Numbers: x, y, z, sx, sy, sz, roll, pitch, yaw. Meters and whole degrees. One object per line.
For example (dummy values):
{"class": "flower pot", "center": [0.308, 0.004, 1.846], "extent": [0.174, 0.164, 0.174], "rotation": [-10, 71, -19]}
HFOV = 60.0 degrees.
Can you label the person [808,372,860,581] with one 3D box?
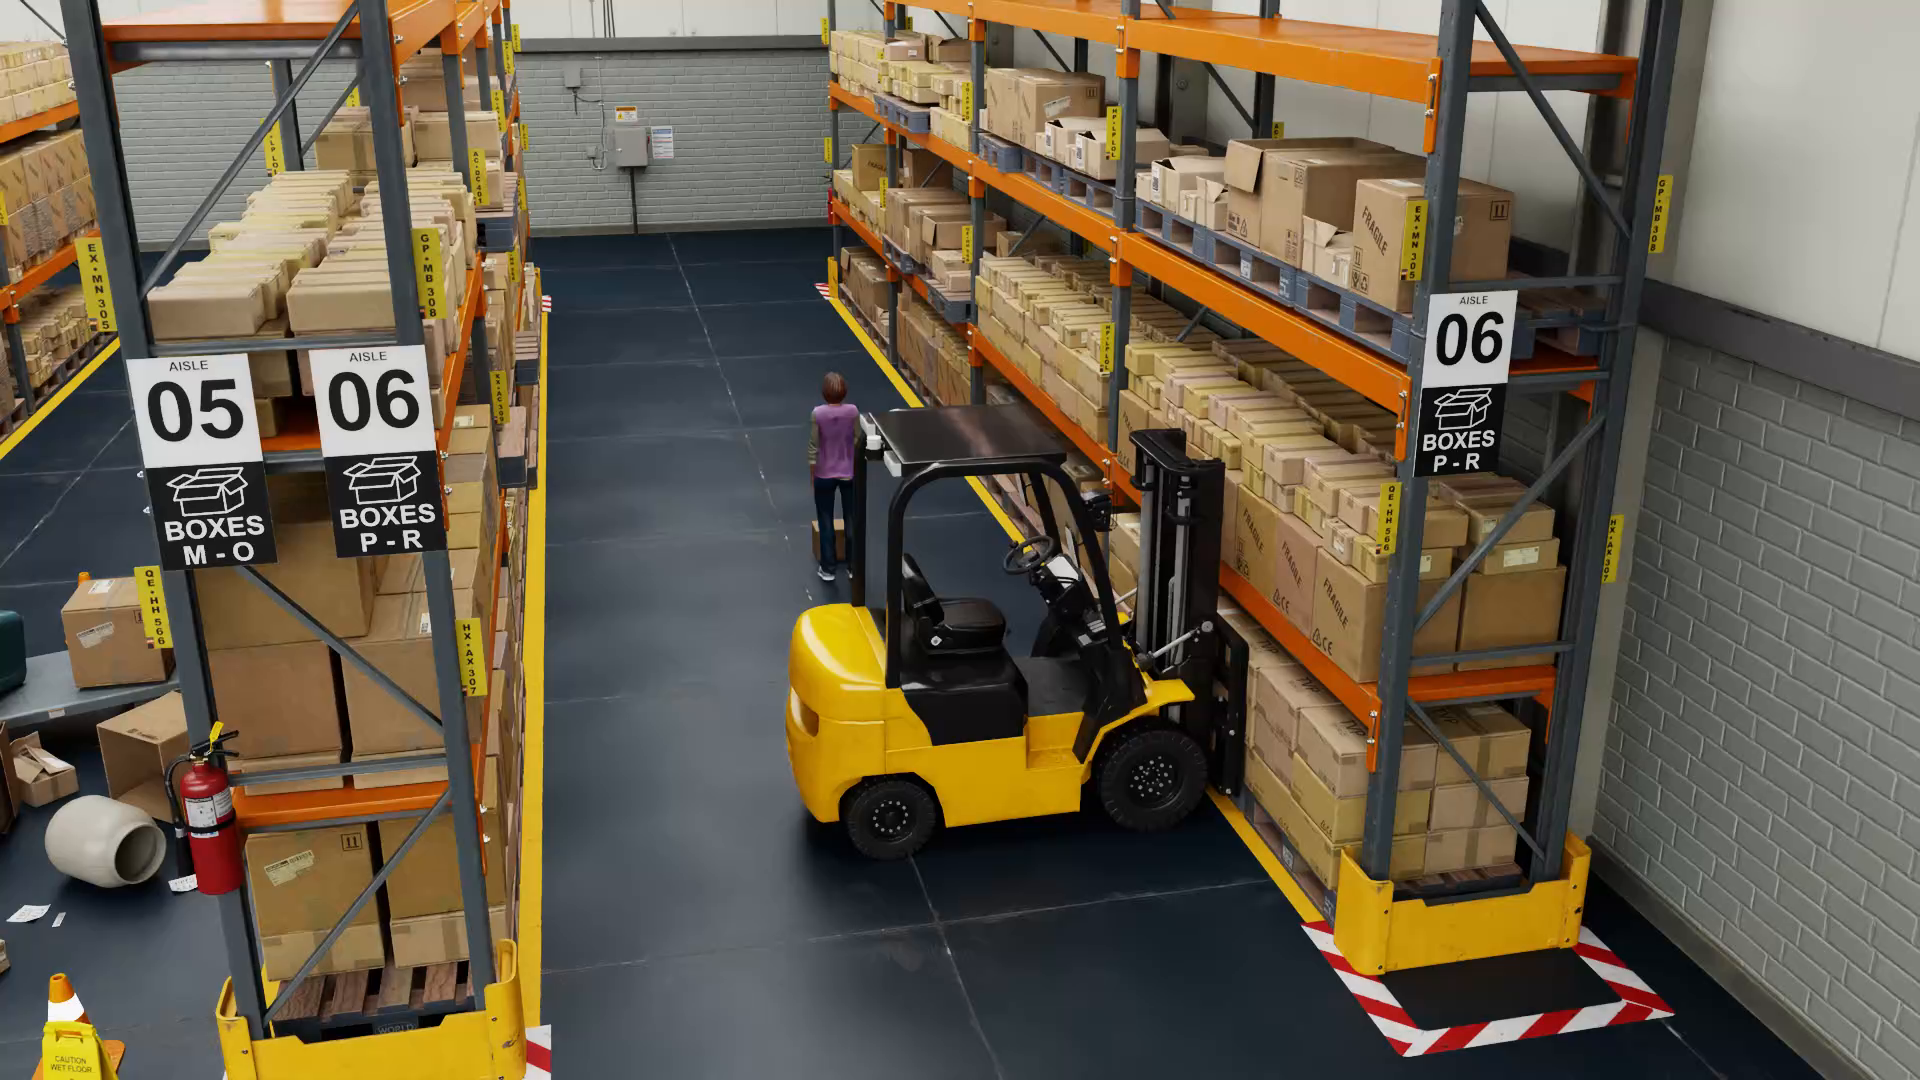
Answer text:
{"class": "person", "center": [-0.930, -0.473, 12.395], "extent": [0.405, 1.598, 0.304], "rotation": [-4, 20, -11]}
